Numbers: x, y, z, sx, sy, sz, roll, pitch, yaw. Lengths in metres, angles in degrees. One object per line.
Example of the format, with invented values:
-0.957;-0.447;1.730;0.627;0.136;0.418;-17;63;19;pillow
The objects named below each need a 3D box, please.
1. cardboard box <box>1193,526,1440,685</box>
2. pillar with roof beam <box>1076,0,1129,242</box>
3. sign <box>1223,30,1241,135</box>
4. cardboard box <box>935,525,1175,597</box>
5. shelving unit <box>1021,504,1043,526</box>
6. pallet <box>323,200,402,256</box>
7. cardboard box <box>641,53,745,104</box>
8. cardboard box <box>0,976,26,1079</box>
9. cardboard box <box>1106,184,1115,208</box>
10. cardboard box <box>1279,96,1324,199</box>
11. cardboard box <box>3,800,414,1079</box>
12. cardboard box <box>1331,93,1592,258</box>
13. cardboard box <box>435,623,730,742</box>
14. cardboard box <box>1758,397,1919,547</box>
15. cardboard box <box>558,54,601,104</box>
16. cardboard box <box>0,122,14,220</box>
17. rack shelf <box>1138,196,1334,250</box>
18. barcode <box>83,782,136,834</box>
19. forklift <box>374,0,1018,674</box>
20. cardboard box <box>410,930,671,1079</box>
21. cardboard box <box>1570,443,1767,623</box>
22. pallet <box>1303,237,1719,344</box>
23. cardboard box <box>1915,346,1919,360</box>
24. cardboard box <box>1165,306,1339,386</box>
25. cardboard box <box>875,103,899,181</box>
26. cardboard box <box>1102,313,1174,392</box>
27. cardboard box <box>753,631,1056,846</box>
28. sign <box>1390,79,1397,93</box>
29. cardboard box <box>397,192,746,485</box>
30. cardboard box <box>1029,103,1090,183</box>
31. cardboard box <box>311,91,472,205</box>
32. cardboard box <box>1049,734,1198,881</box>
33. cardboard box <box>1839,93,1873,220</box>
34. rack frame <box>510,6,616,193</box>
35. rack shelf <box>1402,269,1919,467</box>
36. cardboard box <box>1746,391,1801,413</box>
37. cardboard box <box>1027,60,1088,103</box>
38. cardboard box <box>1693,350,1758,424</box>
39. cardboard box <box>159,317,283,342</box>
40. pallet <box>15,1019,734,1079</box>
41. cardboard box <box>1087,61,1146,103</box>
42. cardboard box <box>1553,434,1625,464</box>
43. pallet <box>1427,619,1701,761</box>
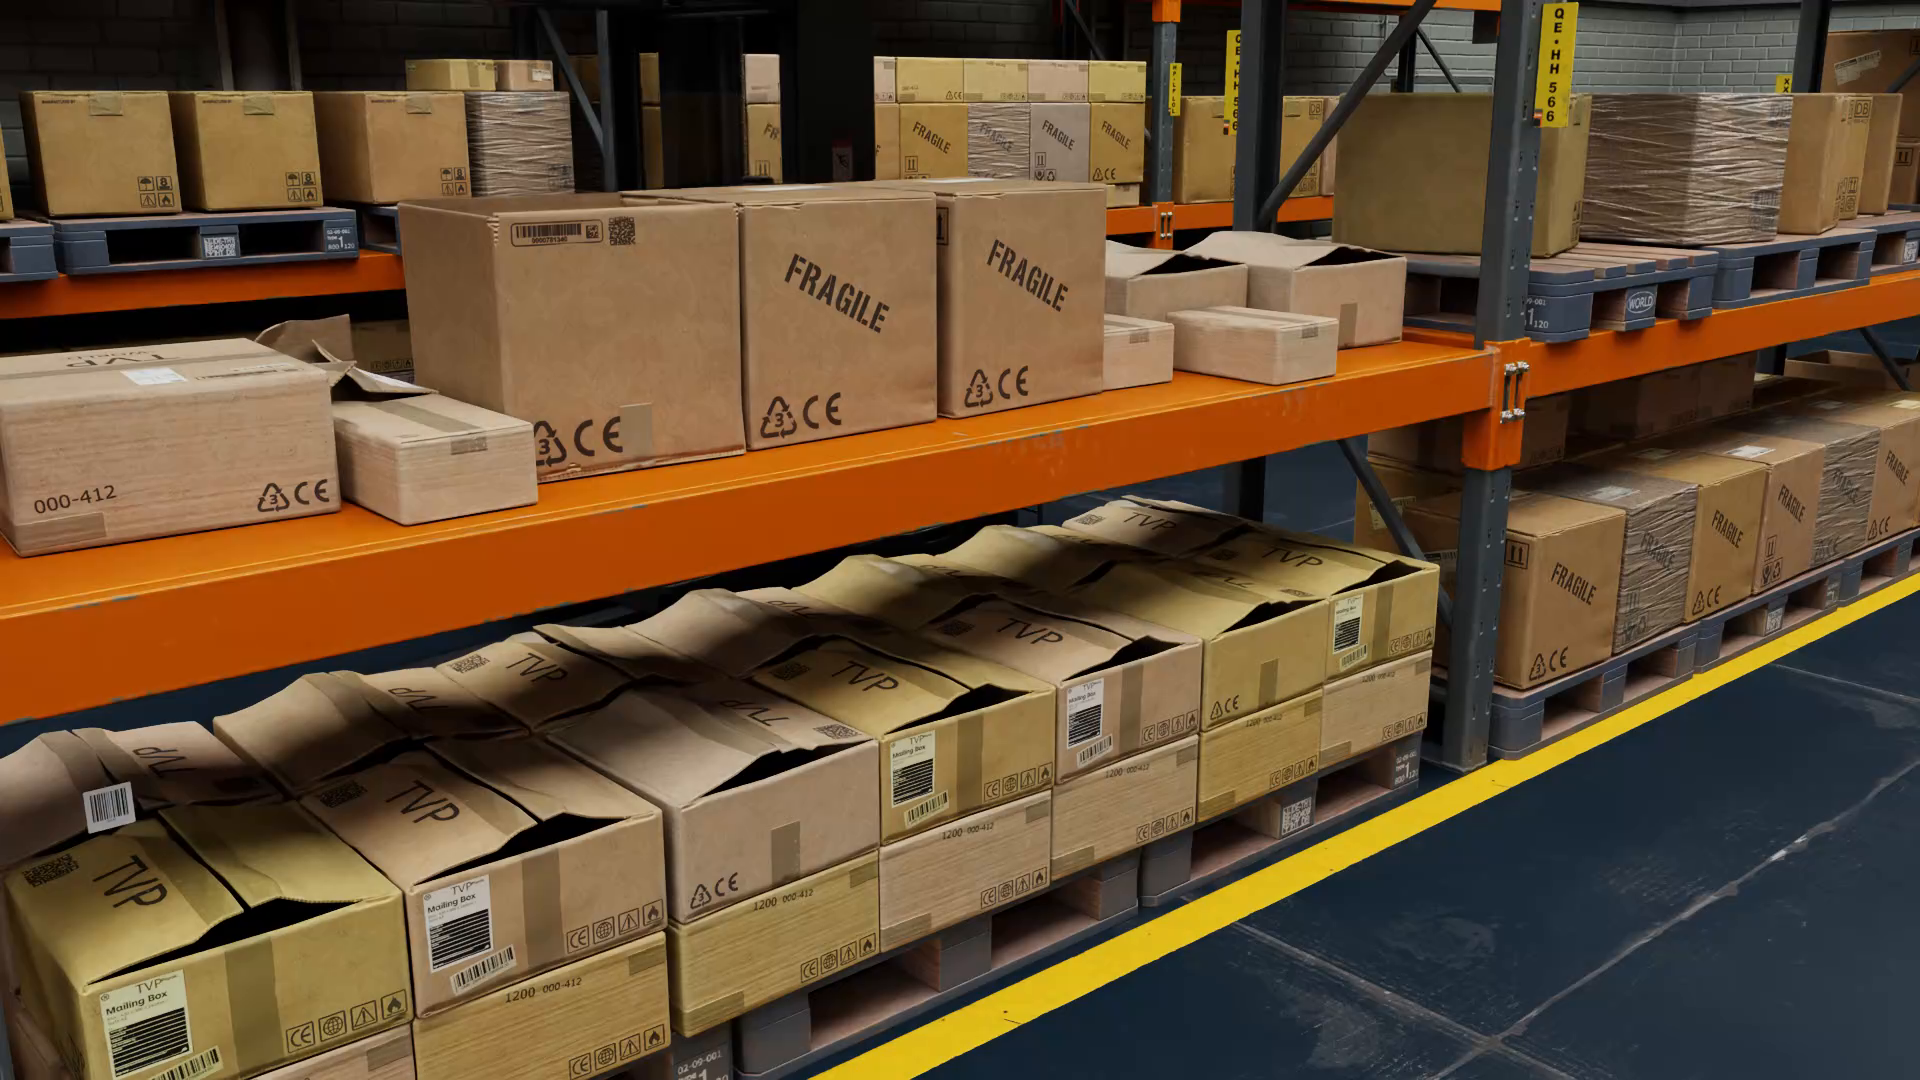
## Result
1.020;0.153;4.792;0.500;0.311;0.500;-12;19;-38;cardboard box
3.802;-4.827;8.383;0.400;9.000;9.100;-13;19;-39;pillar with roof beam
0.890;-1.463;5.326;0.005;0.325;0.100;-13;19;-39;sign
0.274;0.139;4.847;0.500;0.311;0.500;-13;20;-41;cardboard box
0.125;-0.608;7.700;0.503;1.200;0.258;-13;19;-39;shelving unit
-2.469;-1.568;8.179;1.003;0.211;1.213;-13;19;-39;pallet
-1.468;-2.398;8.651;0.500;0.250;0.500;-12;19;-38;cardboard box
-1.642;0.838;3.314;0.500;0.250;0.500;-13;20;-40;cardboard box
0.772;-2.208;10.652;0.250;0.149;0.380;-12;19;-38;cardboard box
1.990;-2.836;11.973;0.700;0.700;0.980;-13;20;-41;cardboard box
-1.289;0.672;2.848;0.500;0.311;0.500;-13;19;-39;cardboard box
1.654;-1.218;5.490;0.700;0.500;0.500;8;17;28;cardboard box
-0.881;0.396;3.882;0.500;0.311;0.500;-13;20;-40;cardboard box
3.708;-0.299;7.049;0.500;0.500;0.500;-13;19;-39;cardboard box
-1.830;-2.493;9.010;0.500;0.250;0.500;-12;19;-38;cardboard box
-4.186;-1.558;6.724;0.500;0.500;0.700;-10;18;-34;cardboard box
2.525;-2.471;12.582;4.000;0.370;1.077;-13;19;-39;rack shelf
-1.299;0.408;2.539;0.075;0.075;0.001;-13;19;-39;barcode
-1.094;-1.093;6.162;1.130;2.935;3.031;13;20;39;forklift
-0.911;0.858;3.238;0.500;0.250;0.500;-12;19;-38;cardboard box
2.557;-0.038;6.073;0.500;0.500;0.500;-13;20;-40;cardboard box
1.718;-0.874;5.582;1.003;0.211;1.213;-13;19;-39;pallet
5.685;-0.842;9.073;0.637;0.503;0.797;-13;19;-39;cardboard box
0.756;-0.511;4.336;0.250;0.149;0.380;-13;19;-39;cardboard box
-0.691;-2.207;9.391;0.500;0.500;0.500;-13;20;-40;cardboard box
0.328;-0.490;4.258;0.250;0.149;0.380;-11;18;-35;cardboard box
-0.130;0.412;3.824;0.500;0.311;0.500;-12;19;-38;cardboard box
3.674;-3.723;14.044;0.005;0.325;0.100;-13;19;-39;sign
-0.777;-0.425;3.335;0.500;0.500;0.500;-11;18;-35;cardboard box
0.455;-2.466;10.360;0.500;0.500;0.500;-12;19;-39;cardboard box
-2.753;-1.881;7.935;0.700;0.500;0.500;14;20;42;cardboard box
0.248;0.596;4.219;0.500;0.250;0.500;-12;19;-38;cardboard box
3.289;-1.602;6.926;0.500;0.500;0.700;-9;17;-31;cardboard box
-2.001;-1.802;8.684;0.127;3.000;1.000;-13;19;-39;rack frame
2.762;-0.830;6.437;4.000;0.370;1.077;-13;19;-39;rack shelf
3.351;-0.394;7.403;0.500;0.500;0.500;-12;19;-39;cardboard box
0.440;-2.830;10.270;0.500;0.250;0.500;-12;19;-38;cardboard box
2.991;-0.679;7.018;0.500;0.250;0.500;-13;19;-39;cardboard box
-3.366;-0.865;7.713;0.500;0.250;0.500;-13;20;-40;cardboard box
-1.234;1.054;3.395;1.213;0.211;1.003;-13;19;-39;pallet
0.832;-2.915;10.587;0.500;0.250;0.500;-12;19;-38;cardboard box
2.195;-0.135;6.434;0.500;0.500;0.500;-14;20;-41;cardboard box
1.841;0.390;5.882;1.213;0.211;1.003;-13;19;-39;pallet
